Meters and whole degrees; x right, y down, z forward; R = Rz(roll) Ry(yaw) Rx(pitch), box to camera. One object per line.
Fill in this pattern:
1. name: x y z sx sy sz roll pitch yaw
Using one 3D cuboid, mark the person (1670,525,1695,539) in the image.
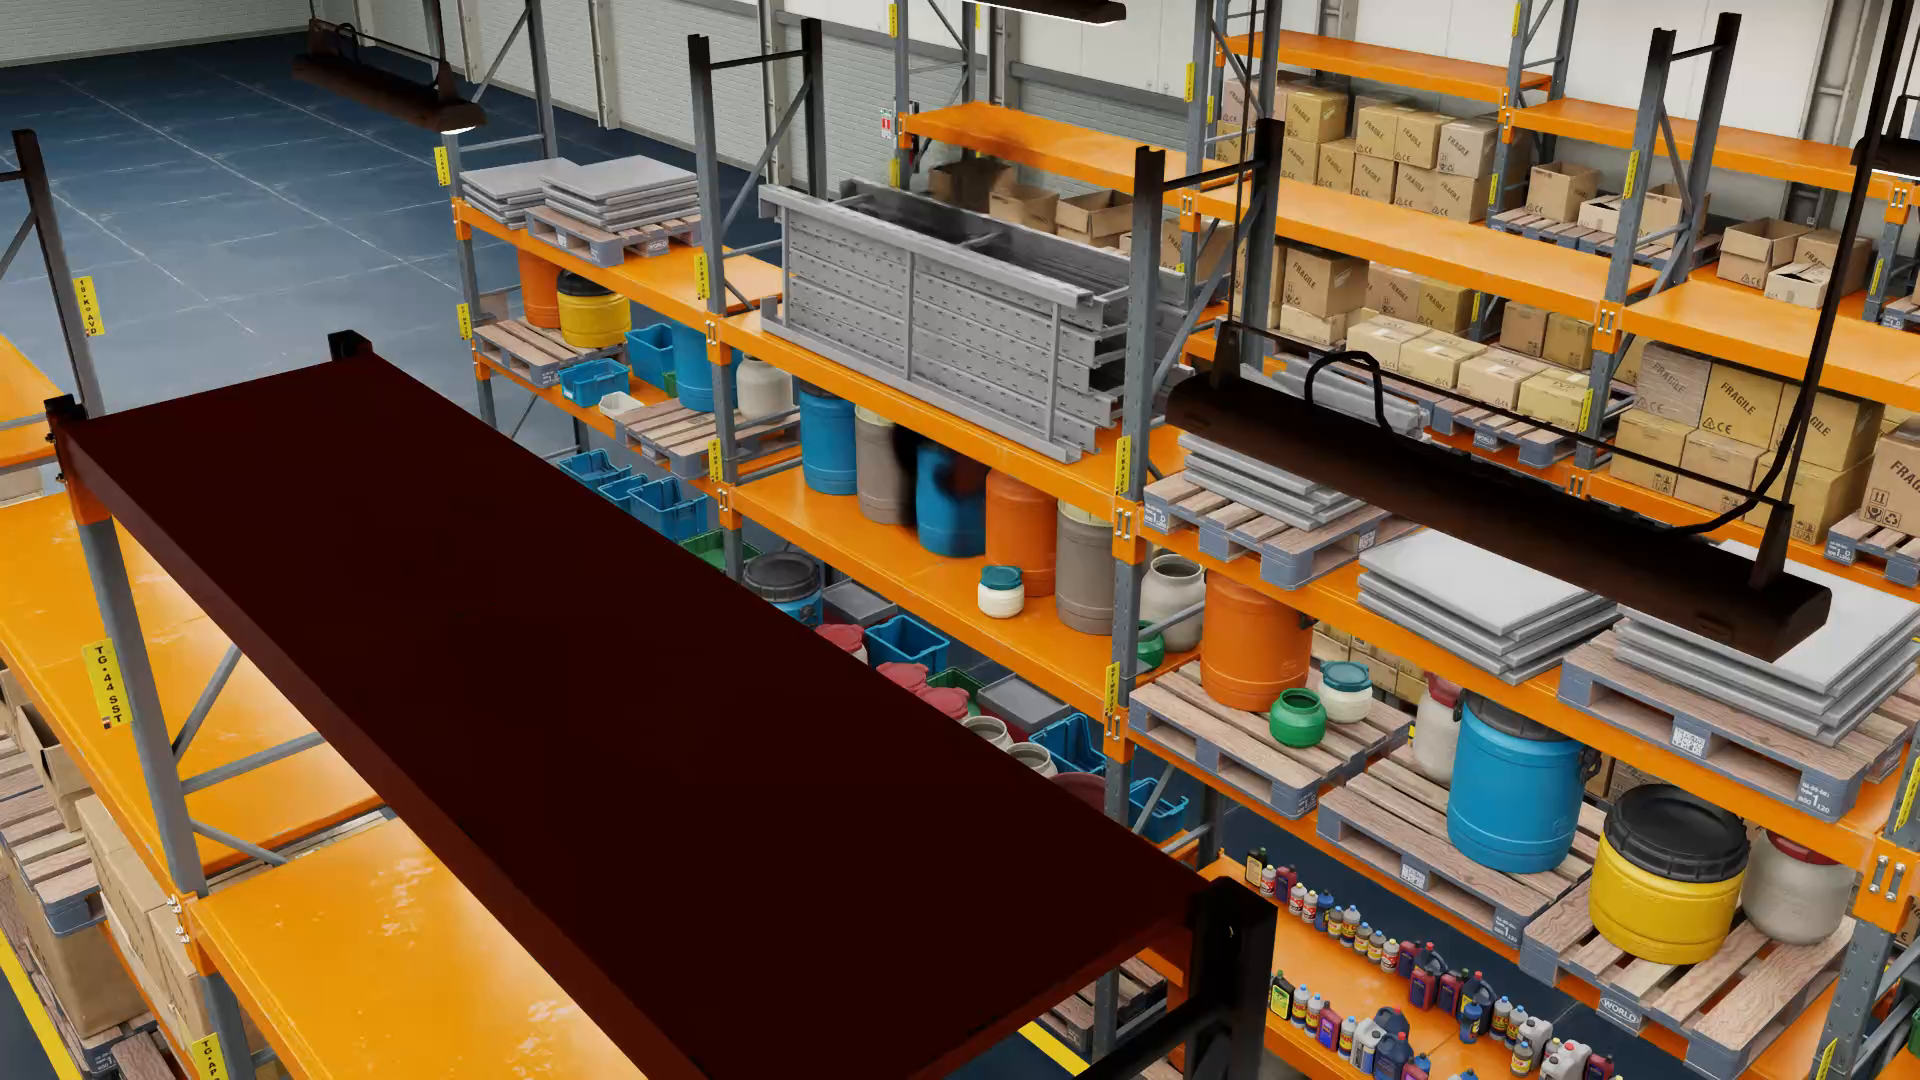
1. person: 6.213 0.585 14.609 0.538 1.606 0.874 -24 36 -39
